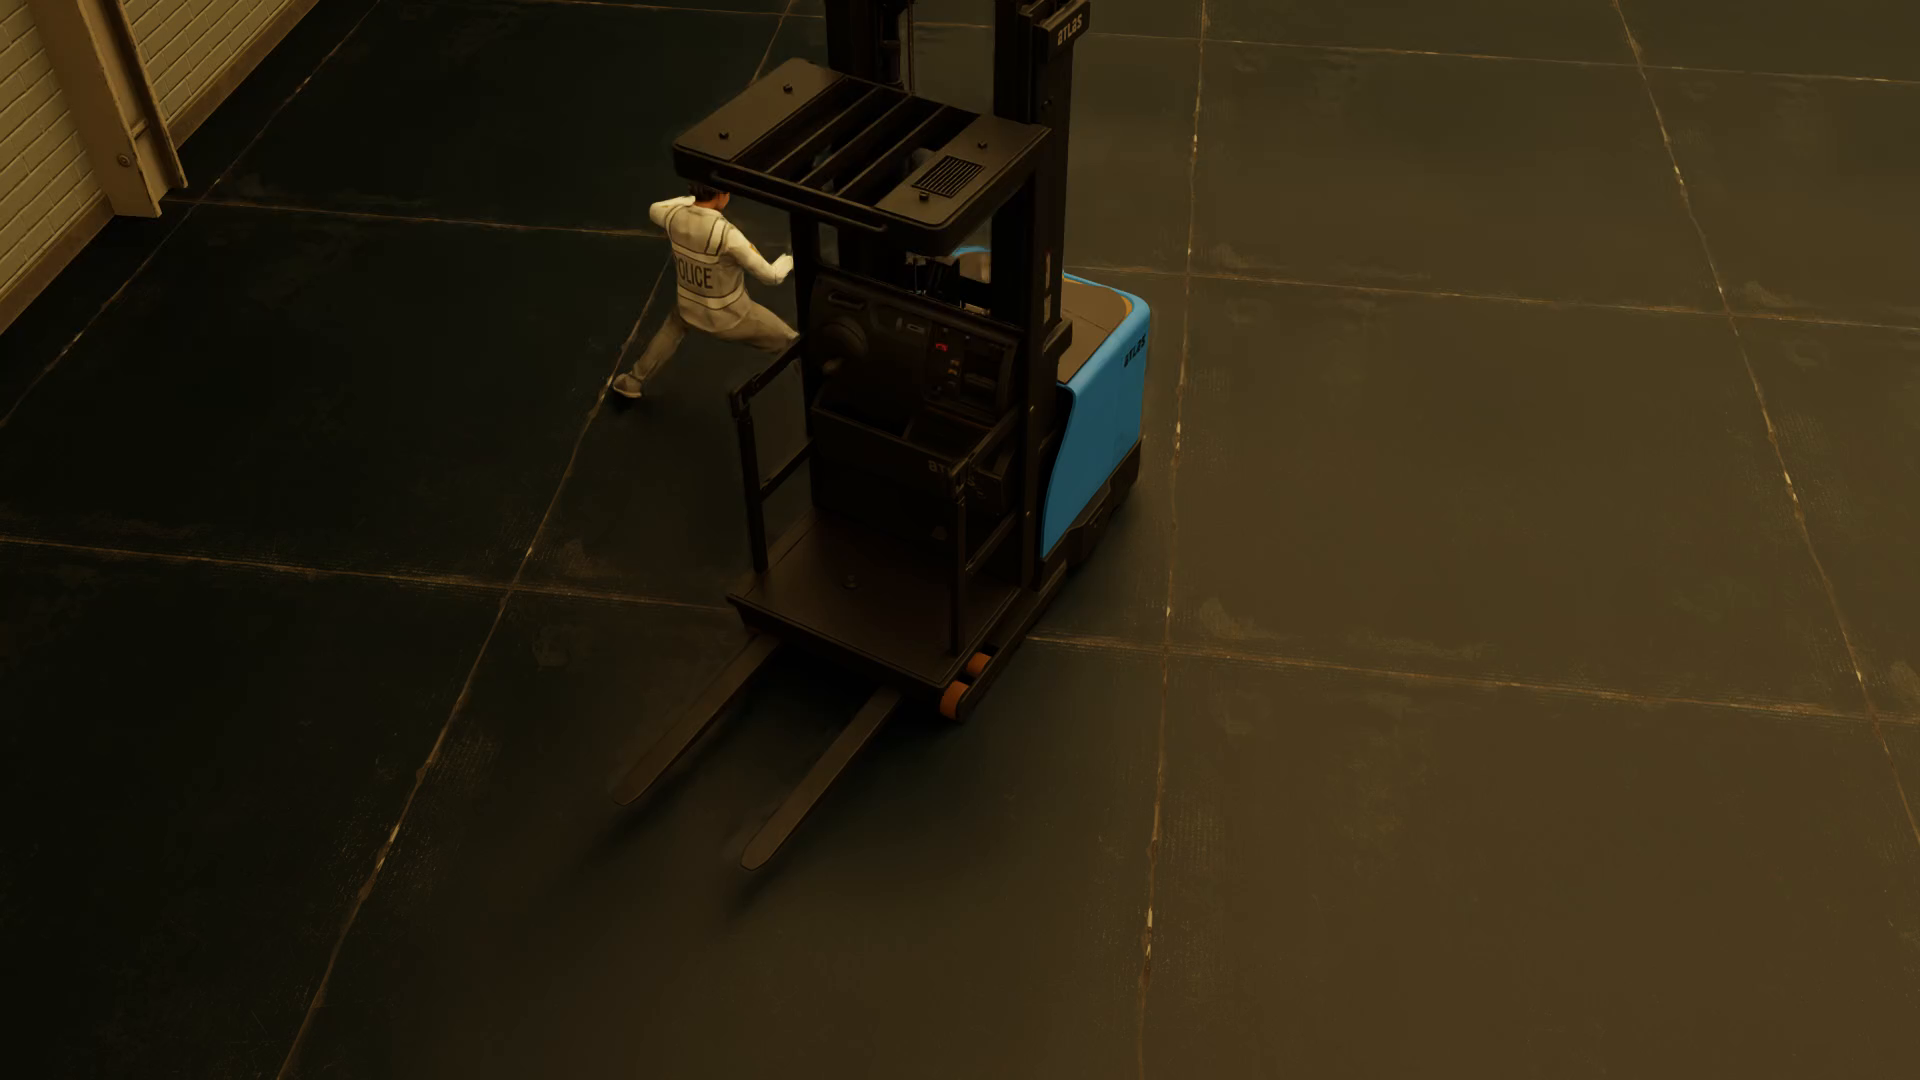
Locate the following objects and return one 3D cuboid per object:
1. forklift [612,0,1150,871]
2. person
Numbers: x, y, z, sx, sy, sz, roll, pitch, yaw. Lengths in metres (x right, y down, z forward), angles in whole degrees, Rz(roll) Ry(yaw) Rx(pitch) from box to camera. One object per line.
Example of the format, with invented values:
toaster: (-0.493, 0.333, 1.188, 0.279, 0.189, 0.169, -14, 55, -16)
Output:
forklift: (-0.304, -0.676, 6.460, 1.130, 2.935, 3.031, 21, 47, 22)
person: (-1.144, -1.266, 8.178, 1.229, 1.471, 0.790, 25, 48, 24)
